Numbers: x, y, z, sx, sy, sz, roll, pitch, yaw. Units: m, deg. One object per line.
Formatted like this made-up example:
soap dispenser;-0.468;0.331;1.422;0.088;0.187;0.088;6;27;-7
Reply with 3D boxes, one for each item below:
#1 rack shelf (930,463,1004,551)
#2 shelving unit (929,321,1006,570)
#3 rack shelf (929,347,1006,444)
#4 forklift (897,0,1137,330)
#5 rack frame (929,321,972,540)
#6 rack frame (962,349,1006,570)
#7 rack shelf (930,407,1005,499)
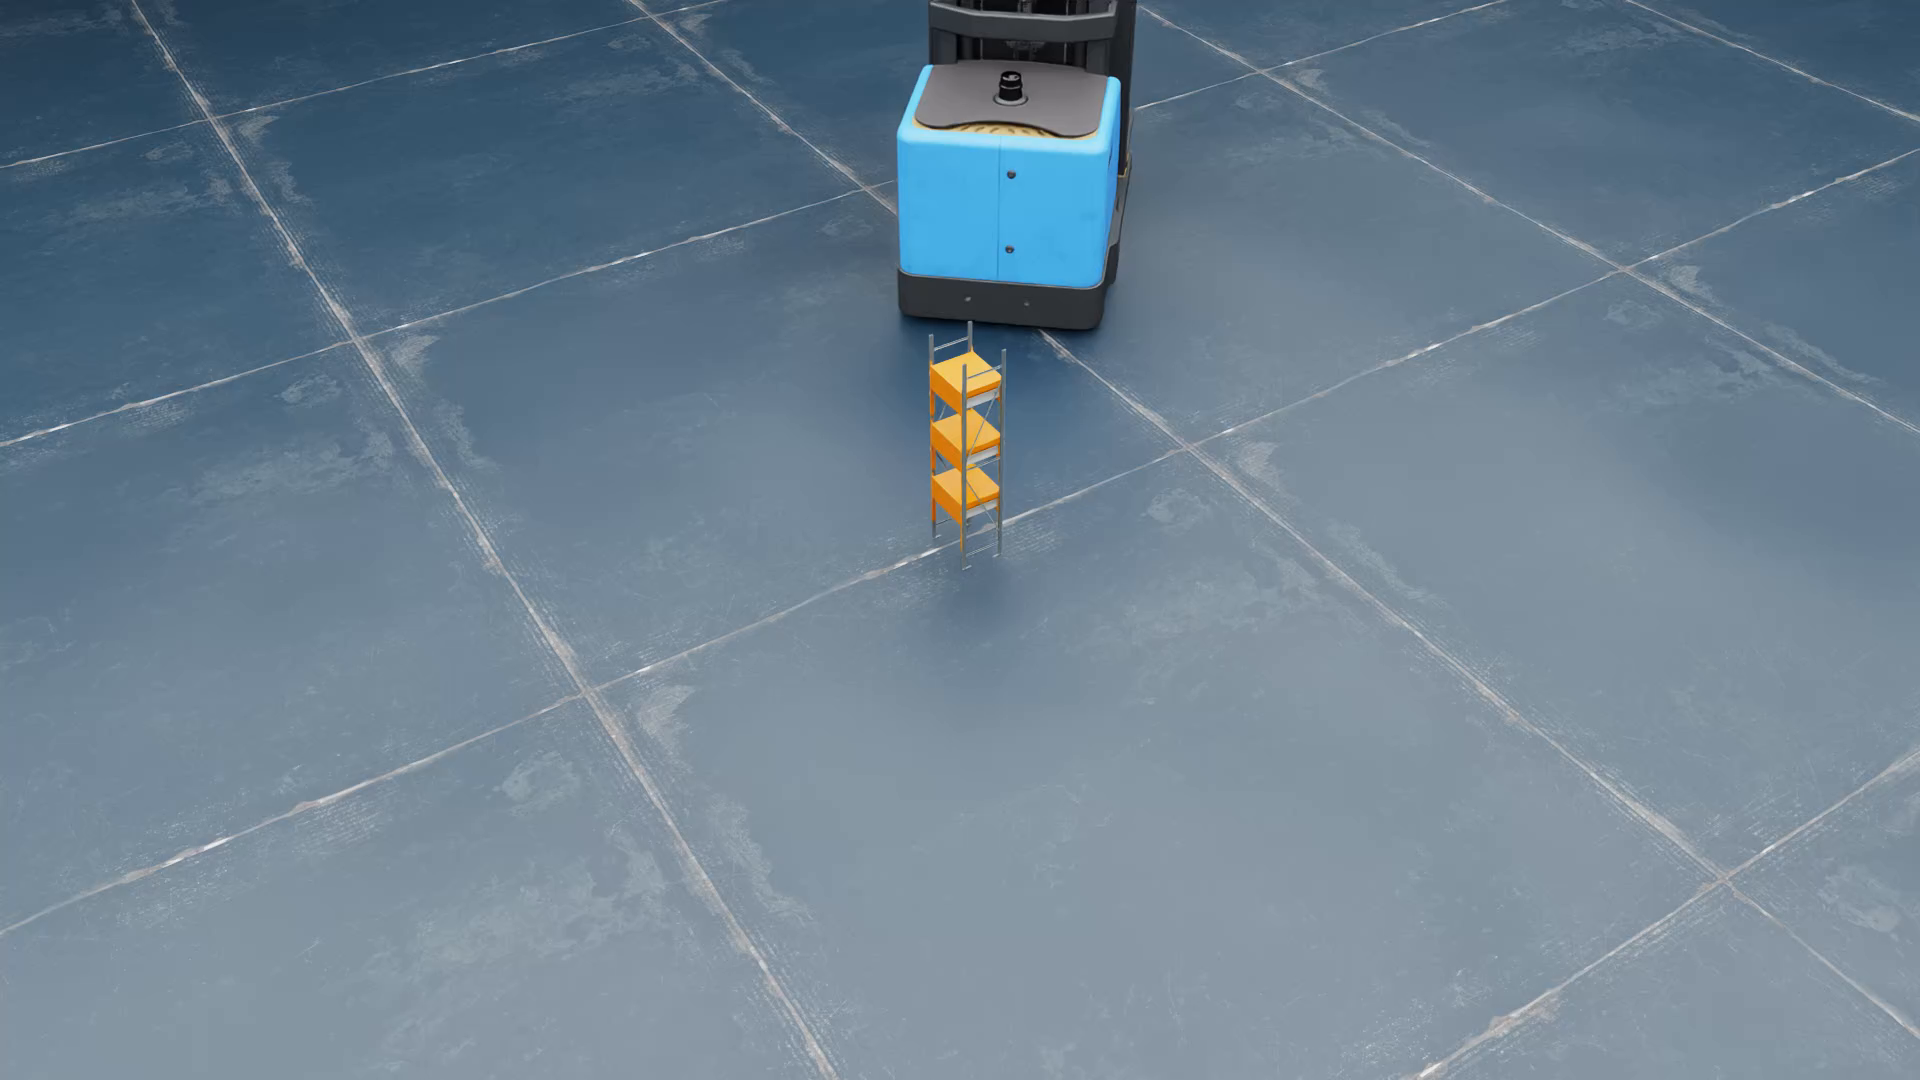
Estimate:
rack shelf;0.029;-0.153;7.064;0.215;0.259;0.240;-22;45;-24
shelving unit;0.029;-0.374;6.879;0.215;1.050;0.252;-22;45;-24
rack shelf;0.029;-0.584;6.704;0.215;0.259;0.240;-22;45;-24
forklift;0.414;-3.134;8.721;1.130;2.935;3.031;6;40;7
rack frame;-0.037;-0.440;6.958;0.200;1.050;0.008;-22;45;-24
rack frame;0.094;-0.309;6.800;0.200;1.050;0.008;-22;45;-24
rack shelf;0.029;-0.366;6.886;0.215;0.259;0.240;-22;45;-24
